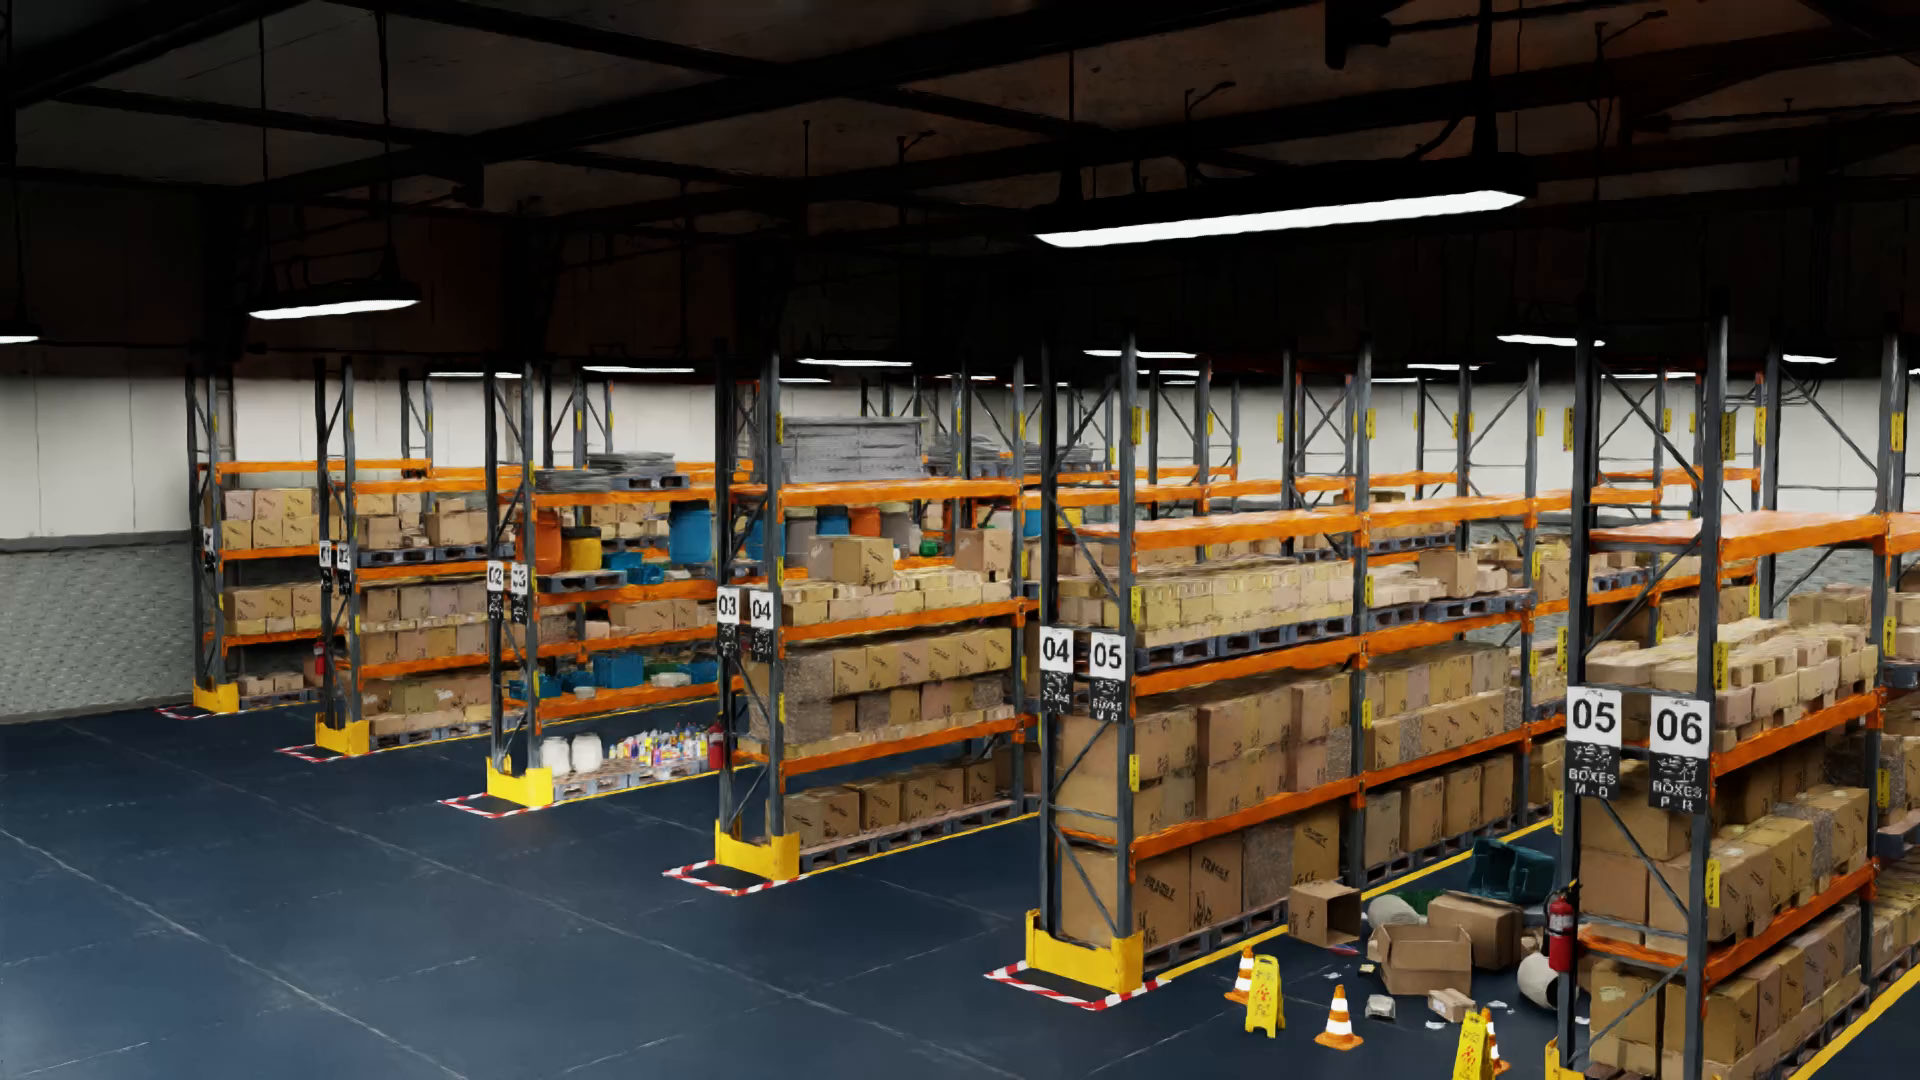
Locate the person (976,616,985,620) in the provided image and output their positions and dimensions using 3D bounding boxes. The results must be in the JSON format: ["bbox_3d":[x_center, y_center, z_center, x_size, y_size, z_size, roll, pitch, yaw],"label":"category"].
[{"bbox_3d":[0.519,1.331,39.129,0.576,1.675,0.462,-2,5,-22],"label":"person"}]

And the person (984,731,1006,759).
[{"bbox_3d":[0.565,2.455,24.452,0.449,1.663,0.530,1,4,13],"label":"person"}]
